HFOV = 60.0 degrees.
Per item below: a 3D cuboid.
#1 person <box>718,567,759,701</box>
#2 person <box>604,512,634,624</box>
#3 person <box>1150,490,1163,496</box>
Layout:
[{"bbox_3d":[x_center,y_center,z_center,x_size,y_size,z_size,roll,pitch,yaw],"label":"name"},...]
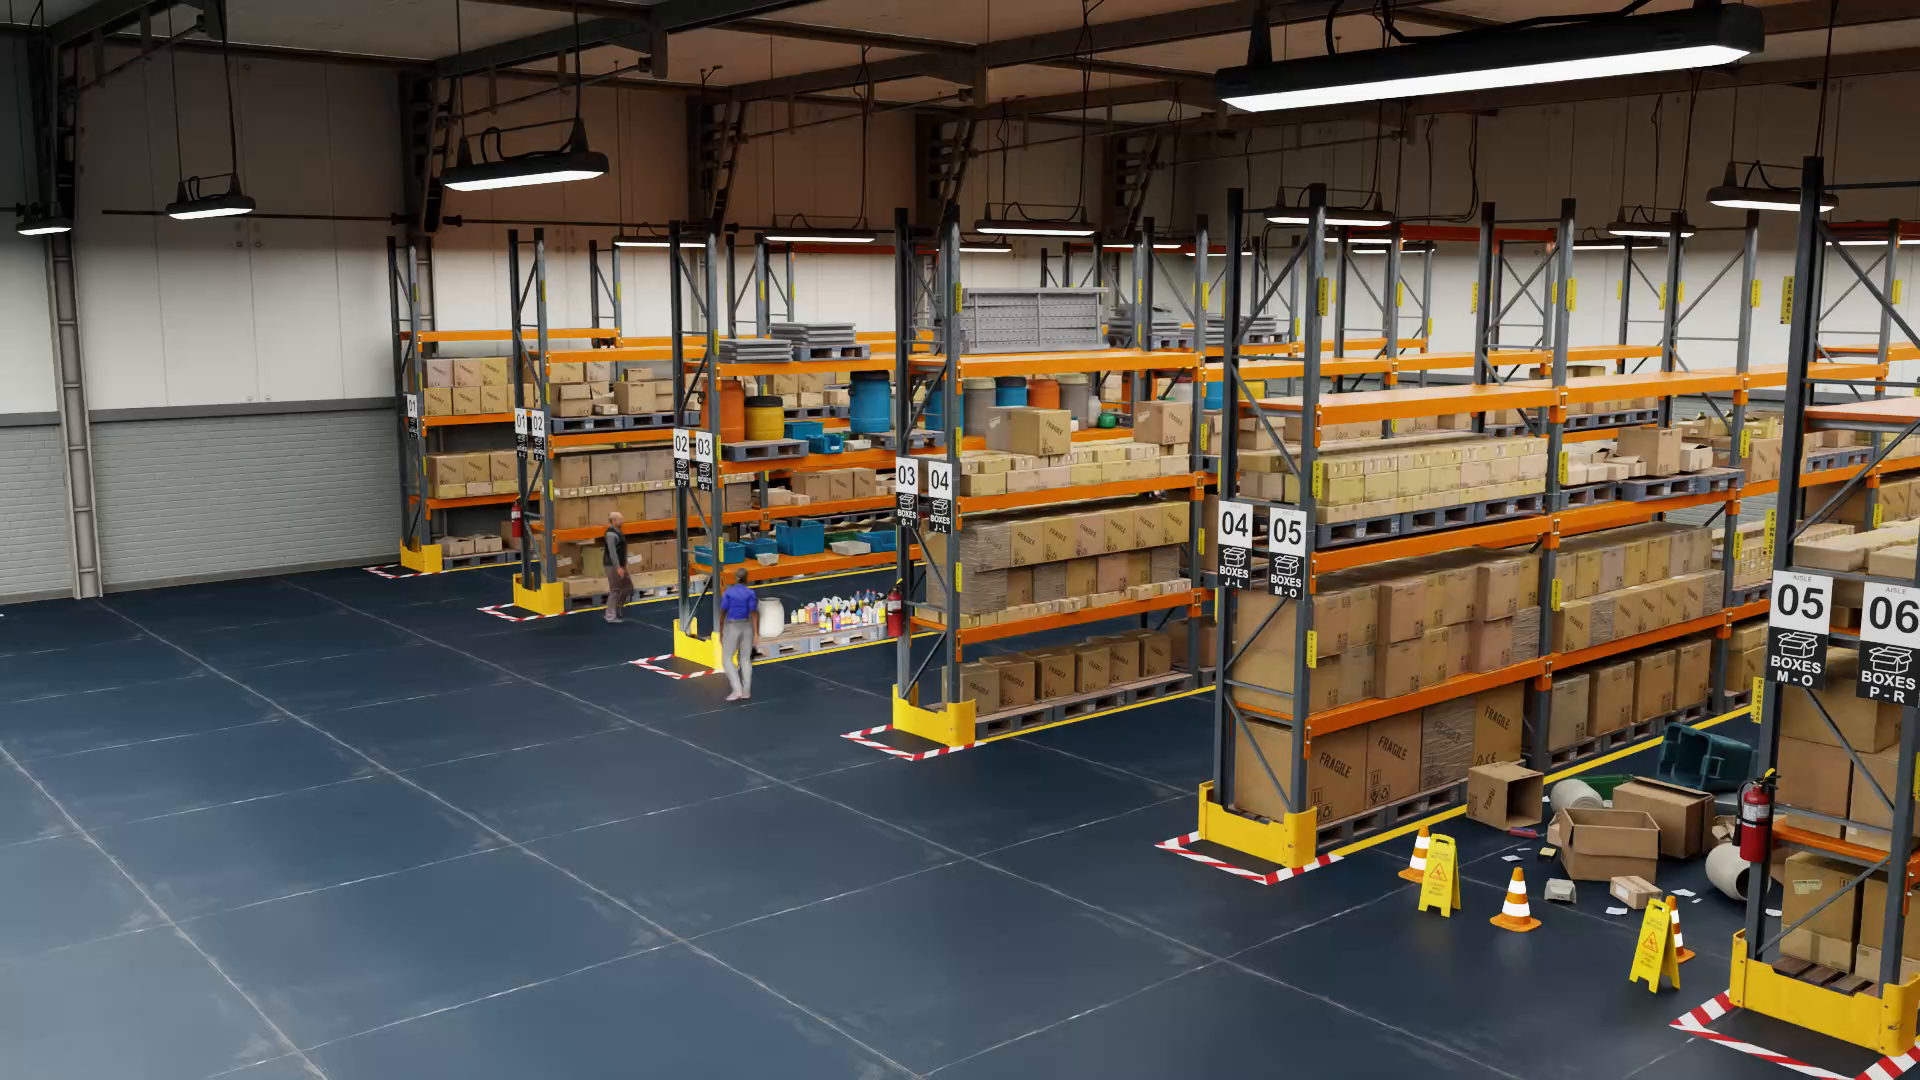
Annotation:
[{"bbox_3d":[-2.752,1.173,20.703,0.452,1.674,0.398,-7,11,-39],"label":"person"},{"bbox_3d":[-5.209,0.430,25.347,0.460,1.753,0.559,-2,9,-12],"label":"person"},{"bbox_3d":[3.783,-0.715,32.661,0.841,1.730,0.536,-8,12,-42],"label":"person"}]
